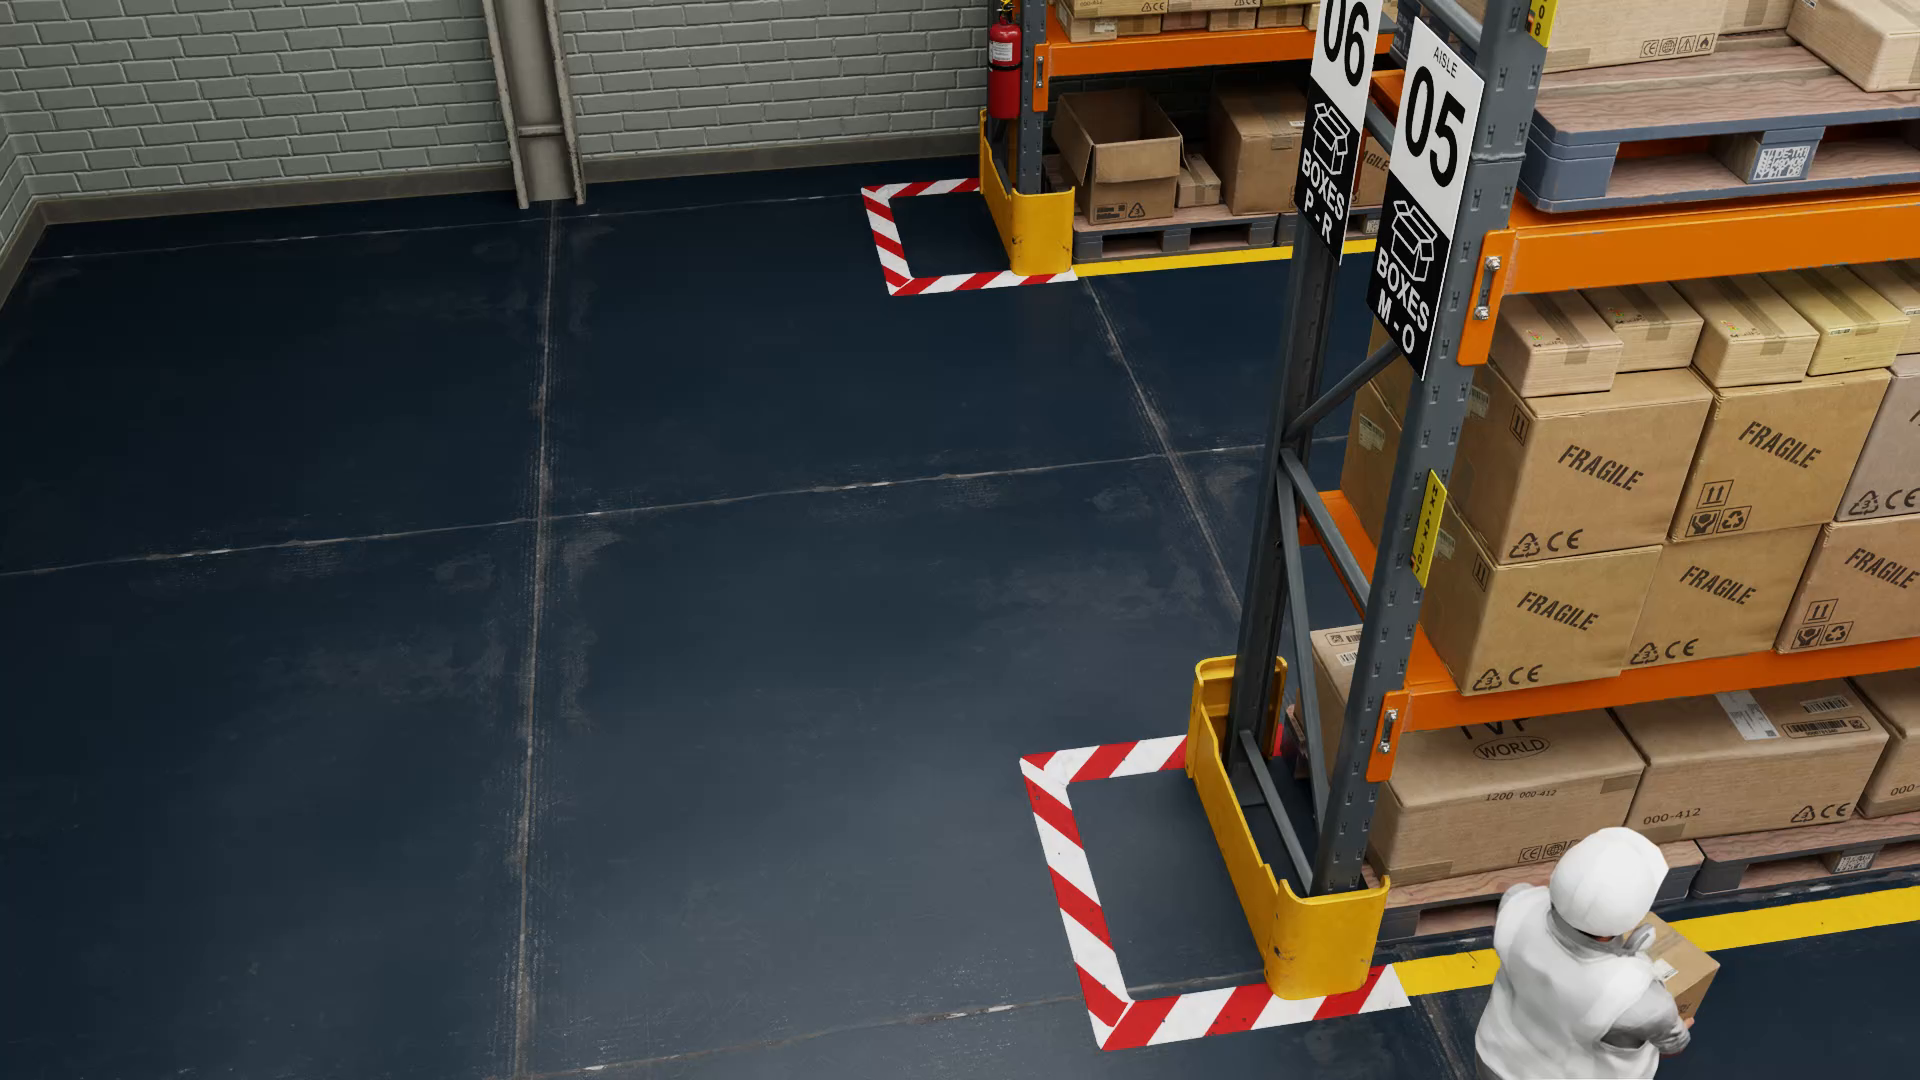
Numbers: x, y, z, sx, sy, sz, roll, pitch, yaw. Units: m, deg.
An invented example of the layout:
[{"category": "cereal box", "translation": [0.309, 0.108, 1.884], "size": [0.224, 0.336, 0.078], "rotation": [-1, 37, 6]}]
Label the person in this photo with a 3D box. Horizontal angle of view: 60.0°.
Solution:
[{"category": "person", "translation": [1.643, 1.344, 4.443], "size": [0.559, 1.762, 0.494], "rotation": [-24, 44, -27]}]
